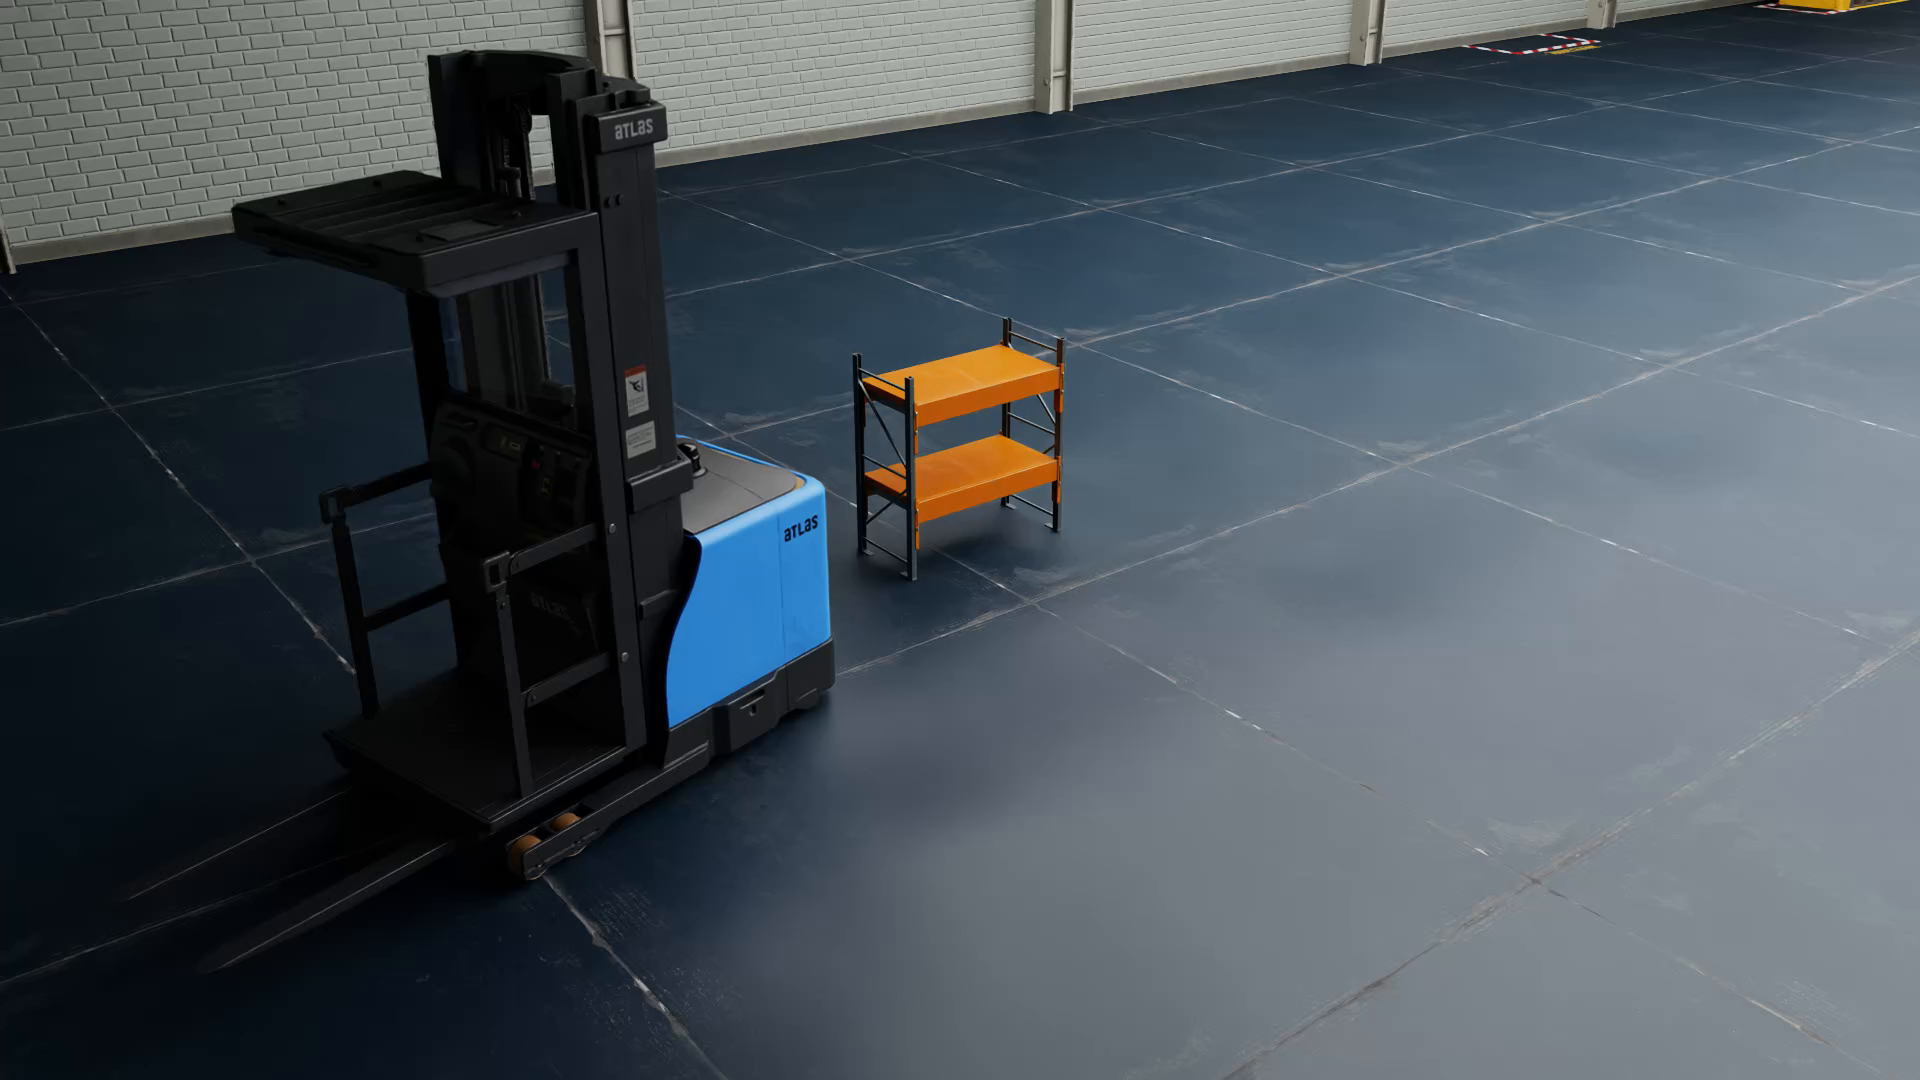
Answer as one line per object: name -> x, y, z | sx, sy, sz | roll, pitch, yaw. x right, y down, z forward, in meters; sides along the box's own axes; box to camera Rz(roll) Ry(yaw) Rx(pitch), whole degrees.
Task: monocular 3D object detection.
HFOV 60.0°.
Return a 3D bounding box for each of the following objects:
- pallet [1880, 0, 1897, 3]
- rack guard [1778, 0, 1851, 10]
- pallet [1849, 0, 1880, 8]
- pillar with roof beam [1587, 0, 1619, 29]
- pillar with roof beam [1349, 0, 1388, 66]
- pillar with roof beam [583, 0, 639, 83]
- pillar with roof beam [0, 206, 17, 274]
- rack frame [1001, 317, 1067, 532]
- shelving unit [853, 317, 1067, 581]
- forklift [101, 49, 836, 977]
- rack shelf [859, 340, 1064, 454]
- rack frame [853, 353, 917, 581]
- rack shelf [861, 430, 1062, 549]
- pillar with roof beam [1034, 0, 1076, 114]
pallet -> 16.996, -10.226, 31.033 | 1.213, 0.211, 1.003 | -18, 31, -34
rack guard -> 15.376, -9.843, 29.864 | 0.348, 0.500, 1.175 | -18, 31, -34
pallet -> 16.037, -9.911, 30.354 | 1.213, 0.211, 1.003 | -18, 31, -34
pillar with roof beam -> 13.268, -11.162, 22.610 | 0.400, 9.000, 9.100 | -18, 31, -34
pillar with roof beam -> 8.547, -9.603, 19.252 | 0.400, 9.000, 9.100 | -18, 31, -34
pillar with roof beam -> -0.896, -6.486, 12.535 | 0.400, 9.000, 9.100 | -18, 31, -34
pillar with roof beam -> -5.618, -4.927, 9.177 | 0.400, 9.000, 9.100 | -18, 31, -34
rack frame -> 0.405, -0.644, 9.302 | 0.032, 1.125, 0.500 | -18, 31, -34
shelving unit -> 0.005, -0.512, 9.017 | 1.048, 1.125, 0.538 | -18, 31, -34
forklift -> -1.878, -0.253, 6.314 | 1.130, 2.935, 3.031 | 18, 31, 34
rack shelf -> 0.005, -0.777, 8.894 | 1.000, 0.278, 0.538 | -18, 31, -34
rack frame -> -0.395, -0.380, 8.732 | 0.032, 1.125, 0.500 | -18, 31, -34
rack shelf -> 0.005, -0.290, 9.120 | 1.000, 0.278, 0.538 | -18, 31, -34
pillar with roof beam -> 3.825, -8.044, 15.894 | 0.400, 9.000, 9.100 | -18, 31, -34
